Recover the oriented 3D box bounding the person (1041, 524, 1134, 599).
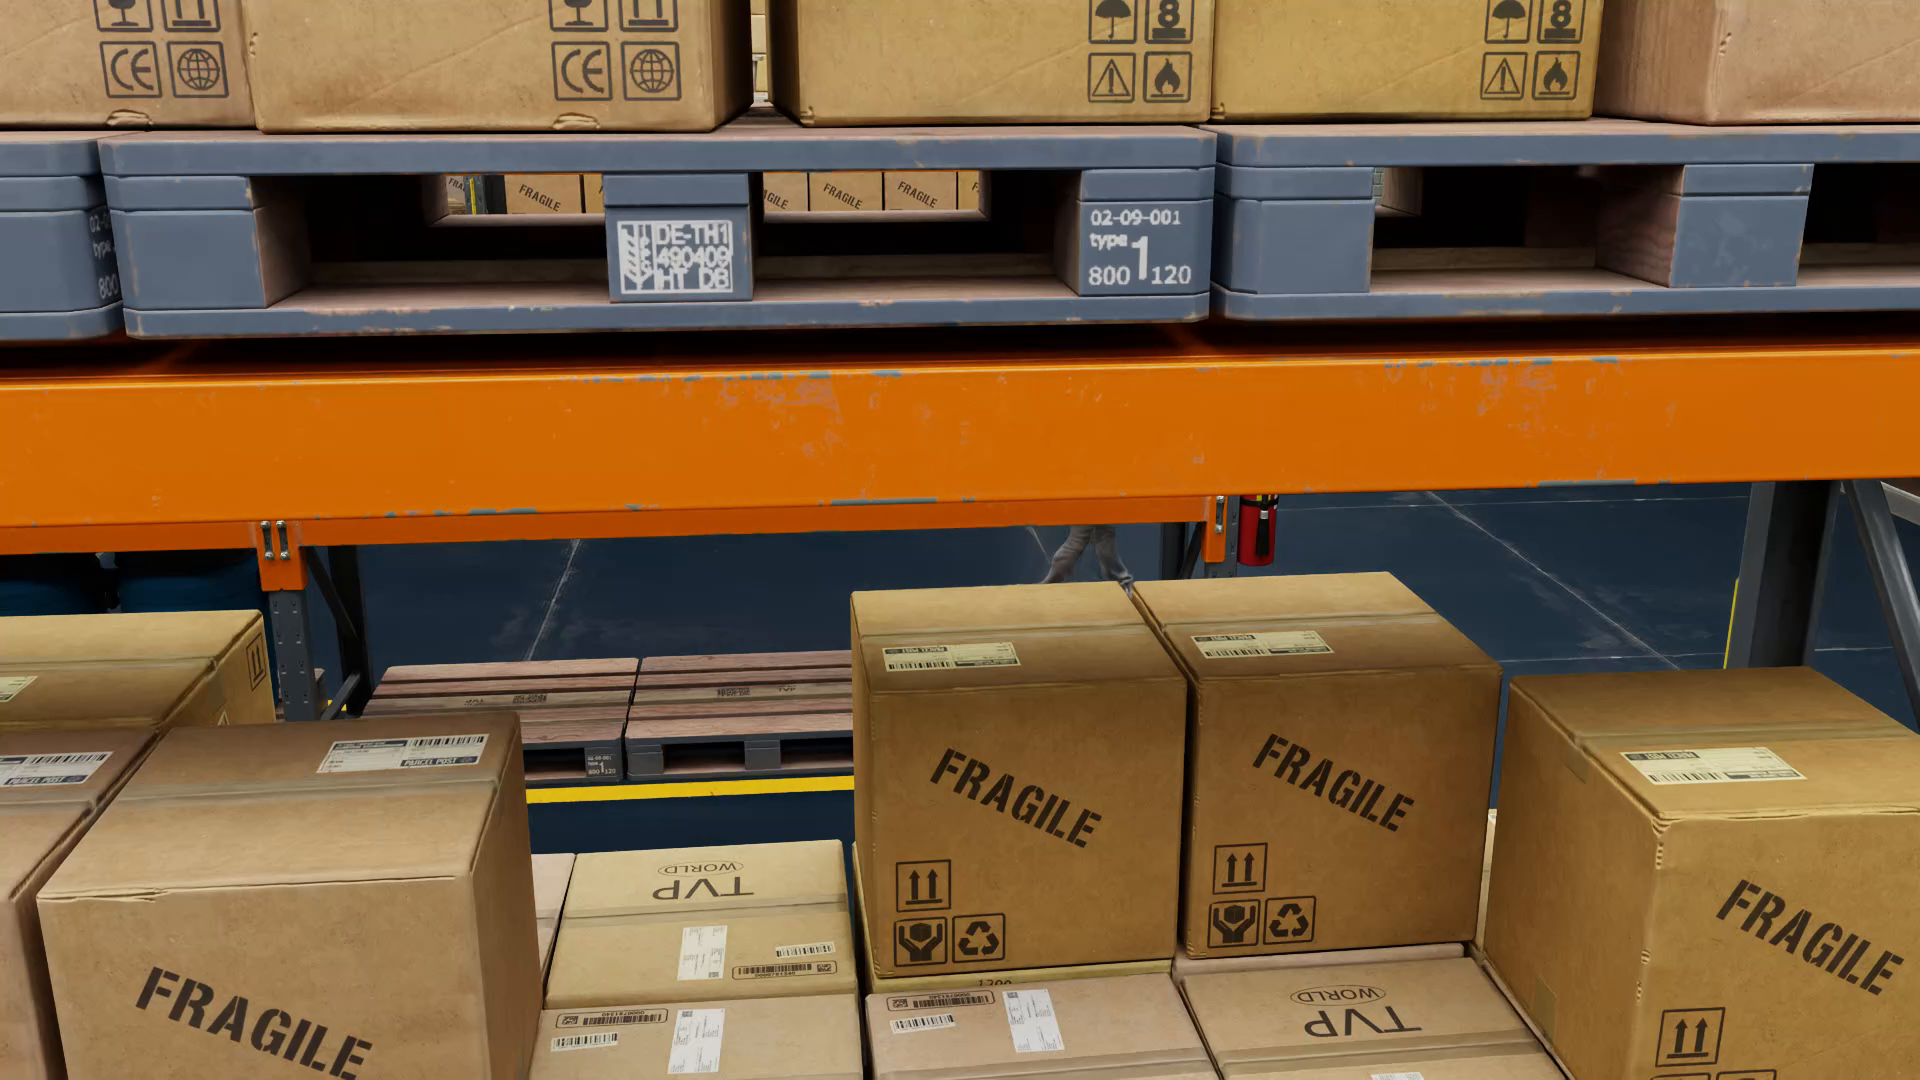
[{"bbox_3d":[0.787,-0.339,9.255,0.760,1.571,0.483,-5,18,-17],"label":"person"}]
